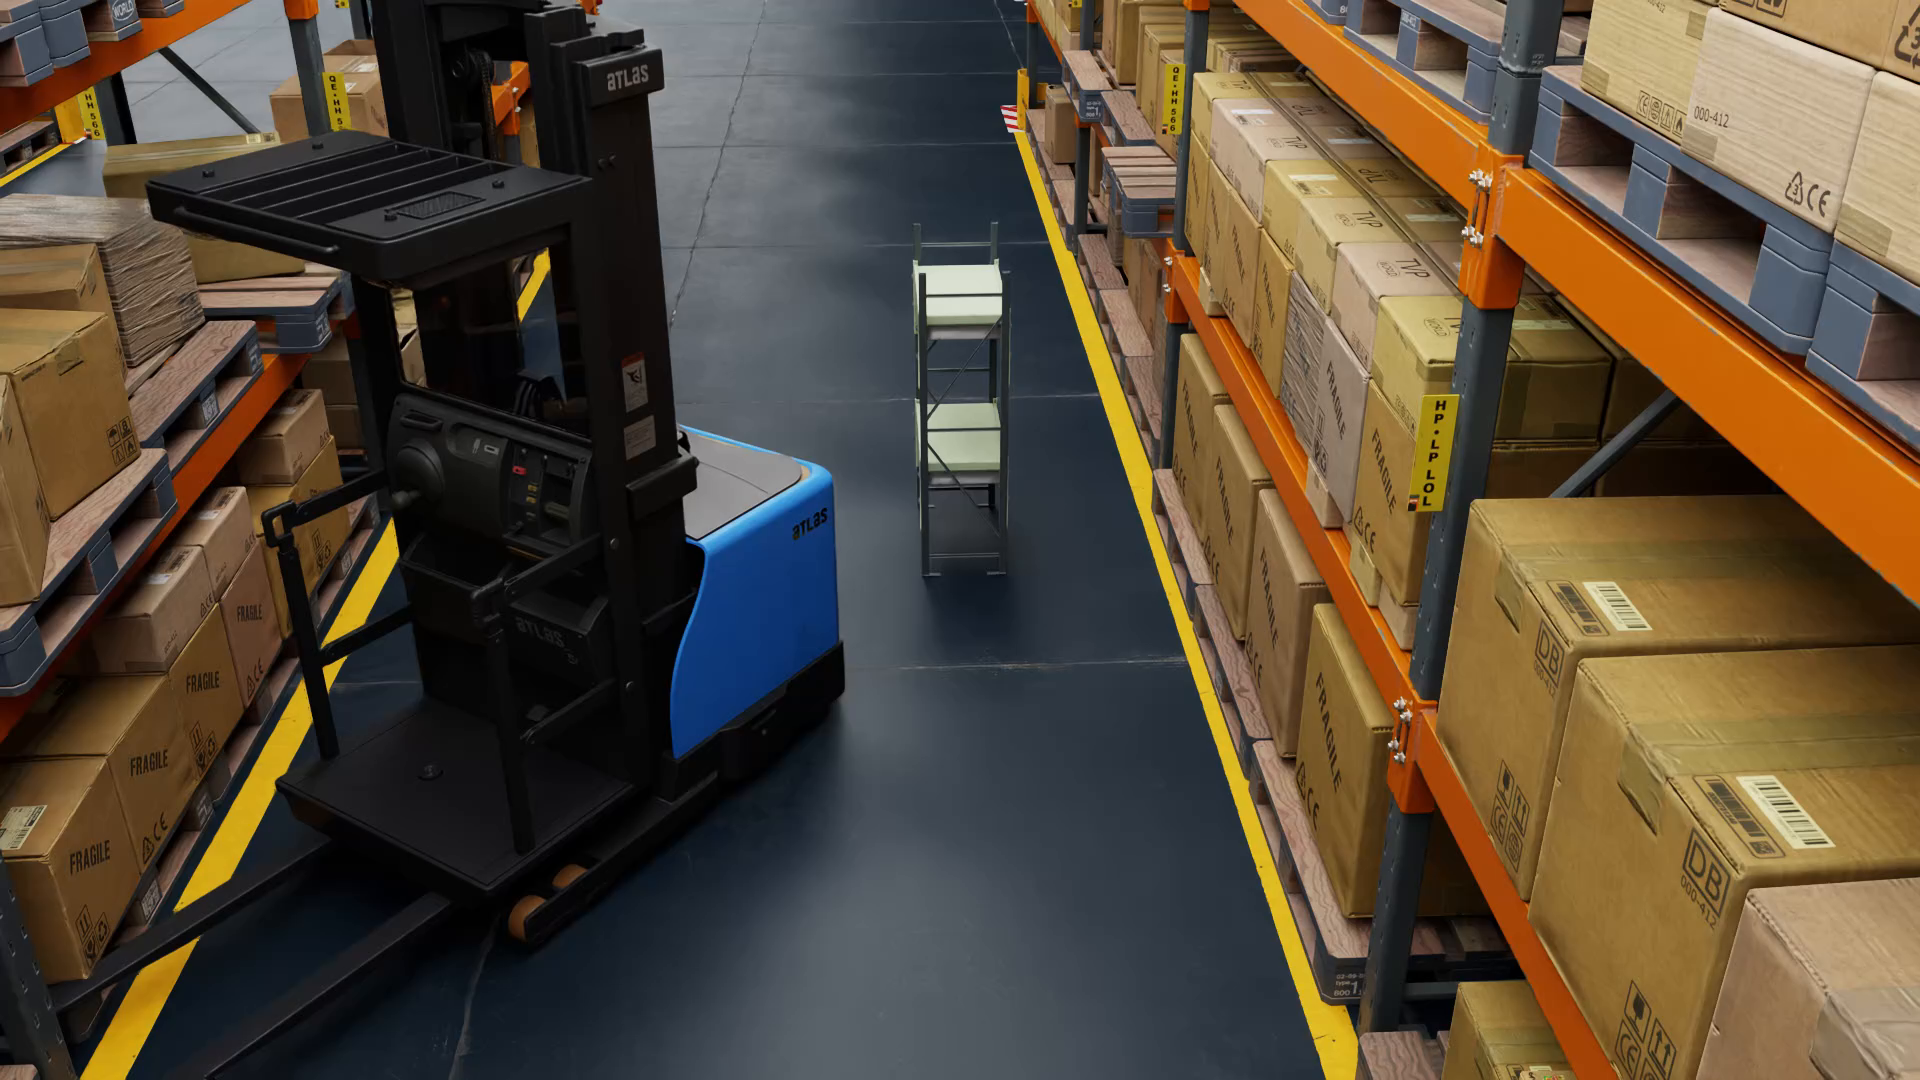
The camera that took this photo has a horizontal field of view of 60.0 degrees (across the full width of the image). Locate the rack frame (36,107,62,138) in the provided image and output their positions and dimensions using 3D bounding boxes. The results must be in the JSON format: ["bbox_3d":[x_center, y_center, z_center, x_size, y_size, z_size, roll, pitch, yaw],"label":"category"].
[{"bbox_3d":[-8.764,-5.062,14.712,1.000,3.000,0.127,-1,28,-3],"label":"rack frame"}]

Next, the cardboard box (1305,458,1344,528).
[{"bbox_3d":[1.378,-0.163,5.570,0.380,0.149,0.250,-1,28,-3],"label":"cardboard box"}]

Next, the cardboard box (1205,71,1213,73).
[{"bbox_3d":[1.513,-2.063,8.378,0.700,0.500,0.500,-5,28,-9],"label":"cardboard box"}]

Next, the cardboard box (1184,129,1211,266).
[{"bbox_3d":[1.317,-1.561,7.548,0.500,0.500,0.500,-1,28,-1],"label":"cardboard box"}]

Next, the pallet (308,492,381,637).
[{"bbox_3d":[-3.398,0.097,7.836,1.003,0.211,1.213,-1,28,-3],"label":"pallet"}]

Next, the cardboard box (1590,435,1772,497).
[{"bbox_3d":[1.984,-0.163,4.867,0.500,0.500,0.500,-2,28,-4],"label":"cardboard box"}]

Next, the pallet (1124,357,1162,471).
[{"bbox_3d":[1.508,-0.731,9.424,1.003,0.211,1.213,-1,28,-3],"label":"pallet"}]

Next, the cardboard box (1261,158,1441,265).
[{"bbox_3d":[1.406,-1.194,6.033,0.500,0.250,0.500,-2,28,-4],"label":"cardboard box"}]

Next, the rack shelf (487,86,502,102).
[{"bbox_3d":[-3.503,-2.208,9.730,0.919,0.052,3.809,-1,28,-3],"label":"rack shelf"}]

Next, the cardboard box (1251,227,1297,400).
[{"bbox_3d":[1.395,-0.850,6.184,0.500,0.500,0.500,-1,28,-1],"label":"cardboard box"}]

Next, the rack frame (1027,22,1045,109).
[{"bbox_3d":[1.130,-5.301,15.170,1.000,3.000,0.127,-1,28,-3],"label":"rack frame"}]

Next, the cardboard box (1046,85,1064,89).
[{"bbox_3d":[1.076,-3.982,15.074,0.500,0.311,0.500,-4,28,-8],"label":"cardboard box"}]

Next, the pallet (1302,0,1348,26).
[{"bbox_3d":[1.696,-2.040,5.879,1.003,0.211,1.213,0,28,0],"label":"pallet"}]

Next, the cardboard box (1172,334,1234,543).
[{"bbox_3d":[1.455,-0.497,7.830,0.750,0.750,0.750,-2,28,-3],"label":"cardboard box"}]

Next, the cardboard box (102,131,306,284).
[{"bbox_3d":[-3.254,-1.428,7.182,0.700,0.500,0.500,-11,29,-20],"label":"cardboard box"}]

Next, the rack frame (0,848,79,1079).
[{"bbox_3d":[-3.190,0.362,4.312,1.000,3.000,0.127,-1,28,-3],"label":"rack frame"}]

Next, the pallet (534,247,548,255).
[{"bbox_3d":[-3.608,-2.464,12.747,1.003,0.211,1.213,-1,28,-3],"label":"pallet"}]

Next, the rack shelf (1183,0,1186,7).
[{"bbox_3d":[1.443,-3.541,9.330,1.077,0.370,4.000,-1,28,-3],"label":"rack shelf"}]

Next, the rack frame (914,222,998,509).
[{"bbox_3d":[-0.019,-0.837,8.233,0.400,1.500,0.023,-1,28,-3],"label":"rack frame"}]

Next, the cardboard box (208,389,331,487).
[{"bbox_3d":[-3.109,-0.452,7.290,0.500,0.250,0.500,0,28,-1],"label":"cardboard box"}]

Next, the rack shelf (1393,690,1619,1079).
[{"bbox_3d":[1.861,1.483,2.940,1.077,0.370,4.000,-1,28,-3],"label":"rack shelf"}]

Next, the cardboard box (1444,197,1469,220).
[{"bbox_3d":[1.928,-0.969,5.601,0.500,0.250,0.500,-2,28,-4],"label":"cardboard box"}]

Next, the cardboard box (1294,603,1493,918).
[{"bbox_3d":[1.593,0.711,5.515,0.750,0.750,0.750,-1,28,-2],"label":"cardboard box"}]

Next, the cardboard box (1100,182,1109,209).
[{"bbox_3d":[1.281,-2.639,12.654,0.380,0.166,0.250,-5,28,-9],"label":"cardboard box"}]

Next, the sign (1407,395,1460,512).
[{"bbox_3d":[1.215,-0.220,4.262,0.100,0.325,0.005,-1,28,-3],"label":"sign"}]

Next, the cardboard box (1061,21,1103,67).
[{"bbox_3d":[1.011,-3.608,12.064,0.500,0.250,0.500,-1,28,-3],"label":"cardboard box"}]

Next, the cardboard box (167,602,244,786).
[{"bbox_3d":[-3.030,0.569,6.143,0.500,0.500,0.500,-1,28,-2],"label":"cardboard box"}]

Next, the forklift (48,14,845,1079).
[{"bbox_3d":[-1.705,-0.152,5.440,1.129,2.867,3.031,17,32,29],"label":"forklift"}]

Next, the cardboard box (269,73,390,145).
[{"bbox_3d":[-3.503,-2.304,9.316,0.500,0.500,0.500,-3,28,-5],"label":"cardboard box"}]

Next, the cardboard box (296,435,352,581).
[{"bbox_3d":[-3.116,-0.146,7.513,0.500,0.500,0.500,0,28,-1],"label":"cardboard box"}]

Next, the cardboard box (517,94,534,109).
[{"bbox_3d":[-3.353,-3.085,12.629,0.500,0.500,0.500,-1,28,-3],"label":"cardboard box"}]

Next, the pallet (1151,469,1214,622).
[{"bbox_3d":[1.514,-0.004,8.030,1.003,0.211,1.213,-1,28,-3],"label":"pallet"}]

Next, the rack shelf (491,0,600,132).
[{"bbox_3d":[-3.712,-3.937,13.333,1.077,0.370,4.000,-1,28,-3],"label":"rack shelf"}]

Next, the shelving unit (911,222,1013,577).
[{"bbox_3d":[0.000,-0.668,7.909,0.431,1.500,0.755,-1,28,-3],"label":"shelving unit"}]

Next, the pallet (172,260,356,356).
[{"bbox_3d":[-3.294,-1.089,7.302,1.213,0.211,1.003,-1,28,-3],"label":"pallet"}]

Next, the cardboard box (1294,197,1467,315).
[{"bbox_3d":[1.433,-0.958,5.582,0.500,0.250,0.500,-1,28,-2],"label":"cardboard box"}]

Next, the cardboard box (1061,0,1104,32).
[{"bbox_3d":[1.005,-3.940,11.889,0.500,0.500,0.500,-1,28,-3],"label":"cardboard box"}]

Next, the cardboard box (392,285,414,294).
[{"bbox_3d":[-3.193,-1.428,9.657,0.500,0.311,0.500,-2,28,-4],"label":"cardboard box"}]

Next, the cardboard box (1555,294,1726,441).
[{"bbox_3d":[1.993,-0.496,4.694,0.500,0.250,0.500,-1,28,-1],"label":"cardboard box"}]

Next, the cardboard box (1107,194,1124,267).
[{"bbox_3d":[1.394,-2.201,11.454,0.700,0.500,0.500,0,28,-1],"label":"cardboard box"}]

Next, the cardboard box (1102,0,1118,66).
[{"bbox_3d":[1.331,-3.457,11.051,0.700,0.500,0.500,-1,28,-2],"label":"cardboard box"}]

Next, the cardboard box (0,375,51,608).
[{"bbox_3d":[-2.992,-0.093,4.622,0.700,0.500,0.500,-11,29,-20],"label":"cardboard box"}]

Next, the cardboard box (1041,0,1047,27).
[{"bbox_3d":[0.925,-4.302,13.395,0.500,0.250,0.500,-1,28,-2],"label":"cardboard box"}]

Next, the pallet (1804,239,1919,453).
[{"bbox_3d":[1.849,-0.110,2.069,1.003,0.211,1.213,-1,28,-3],"label":"pallet"}]

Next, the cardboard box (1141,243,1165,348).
[{"bbox_3d":[1.493,-1.494,10.098,0.700,0.500,0.500,-2,28,-3],"label":"cardboard box"}]

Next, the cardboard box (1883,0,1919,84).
[{"bbox_3d":[1.578,-0.785,2.056,0.500,0.500,0.500,-1,28,-2],"label":"cardboard box"}]
